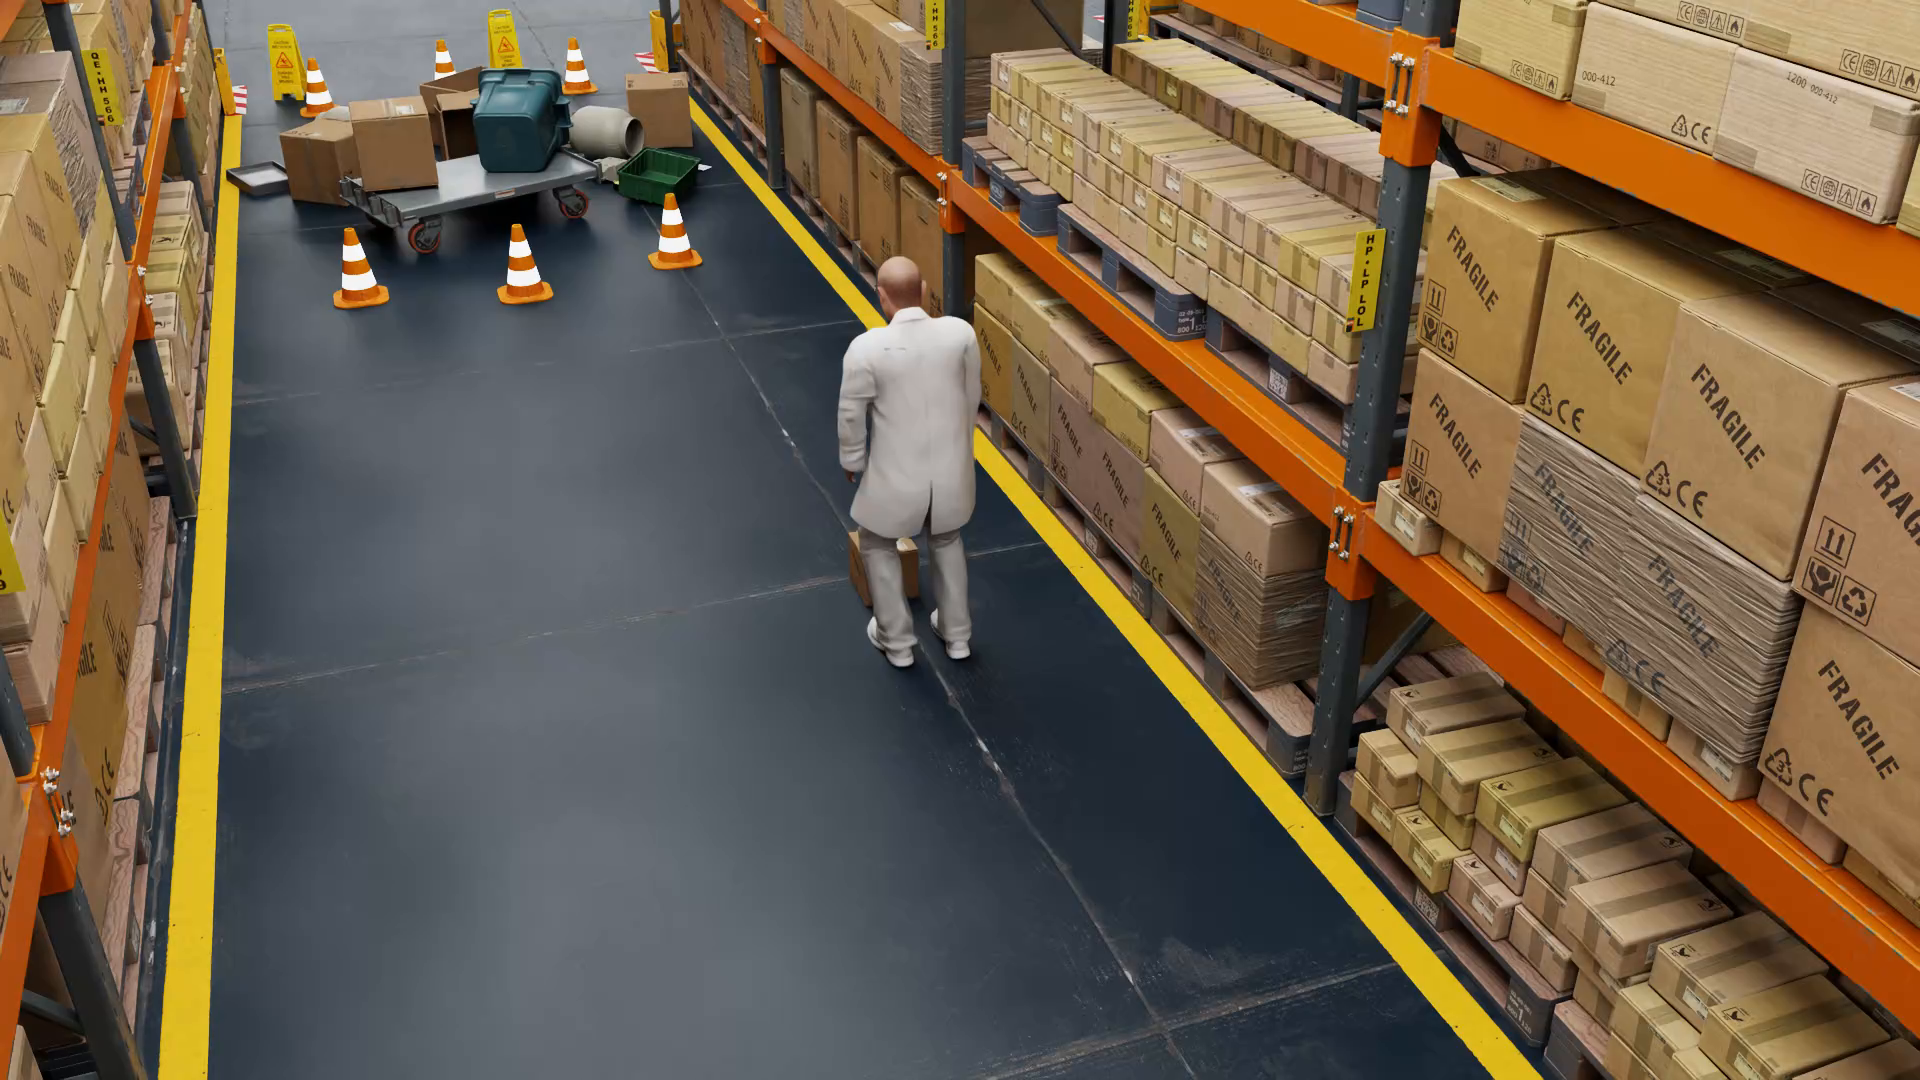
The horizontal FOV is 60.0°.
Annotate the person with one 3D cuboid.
[{"bbox_3d":[-0.200,-0.291,6.731,0.586,1.720,0.432,-9,31,-16],"label":"person"}]
